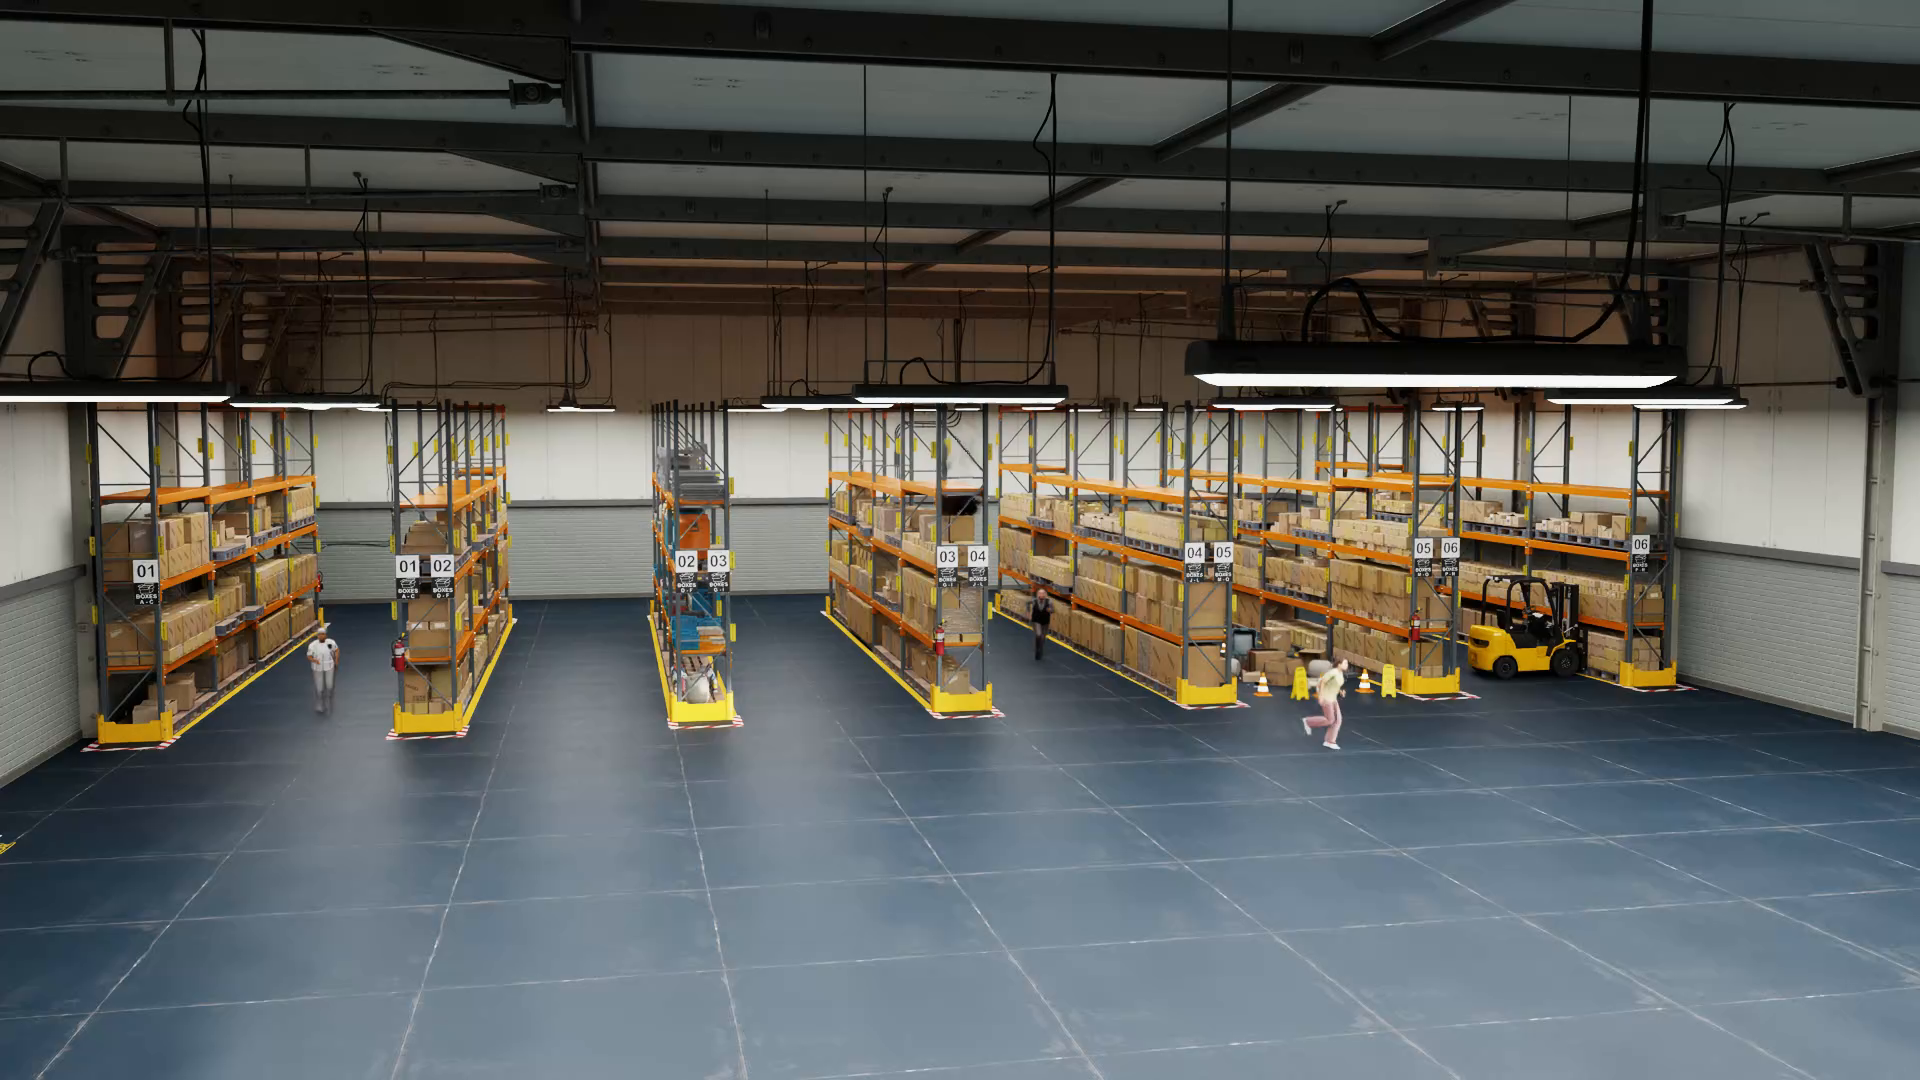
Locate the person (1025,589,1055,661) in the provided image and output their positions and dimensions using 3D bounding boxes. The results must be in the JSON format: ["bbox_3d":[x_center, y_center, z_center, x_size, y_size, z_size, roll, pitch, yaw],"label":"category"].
[{"bbox_3d":[1.869,1.959,38.719,0.645,1.673,0.913,-1,4,-10],"label":"person"}]

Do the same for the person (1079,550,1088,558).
[{"bbox_3d":[3.819,1.114,50.570,0.649,1.651,0.652,0,4,-3],"label":"person"}]

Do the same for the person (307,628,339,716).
[{"bbox_3d":[-12.173,2.518,31.786,0.556,1.715,0.760,-1,5,-18],"label":"person"}]

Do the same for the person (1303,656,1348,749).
[{"bbox_3d":[6.319,2.784,28.724,0.779,1.612,0.576,2,5,29],"label":"person"}]
